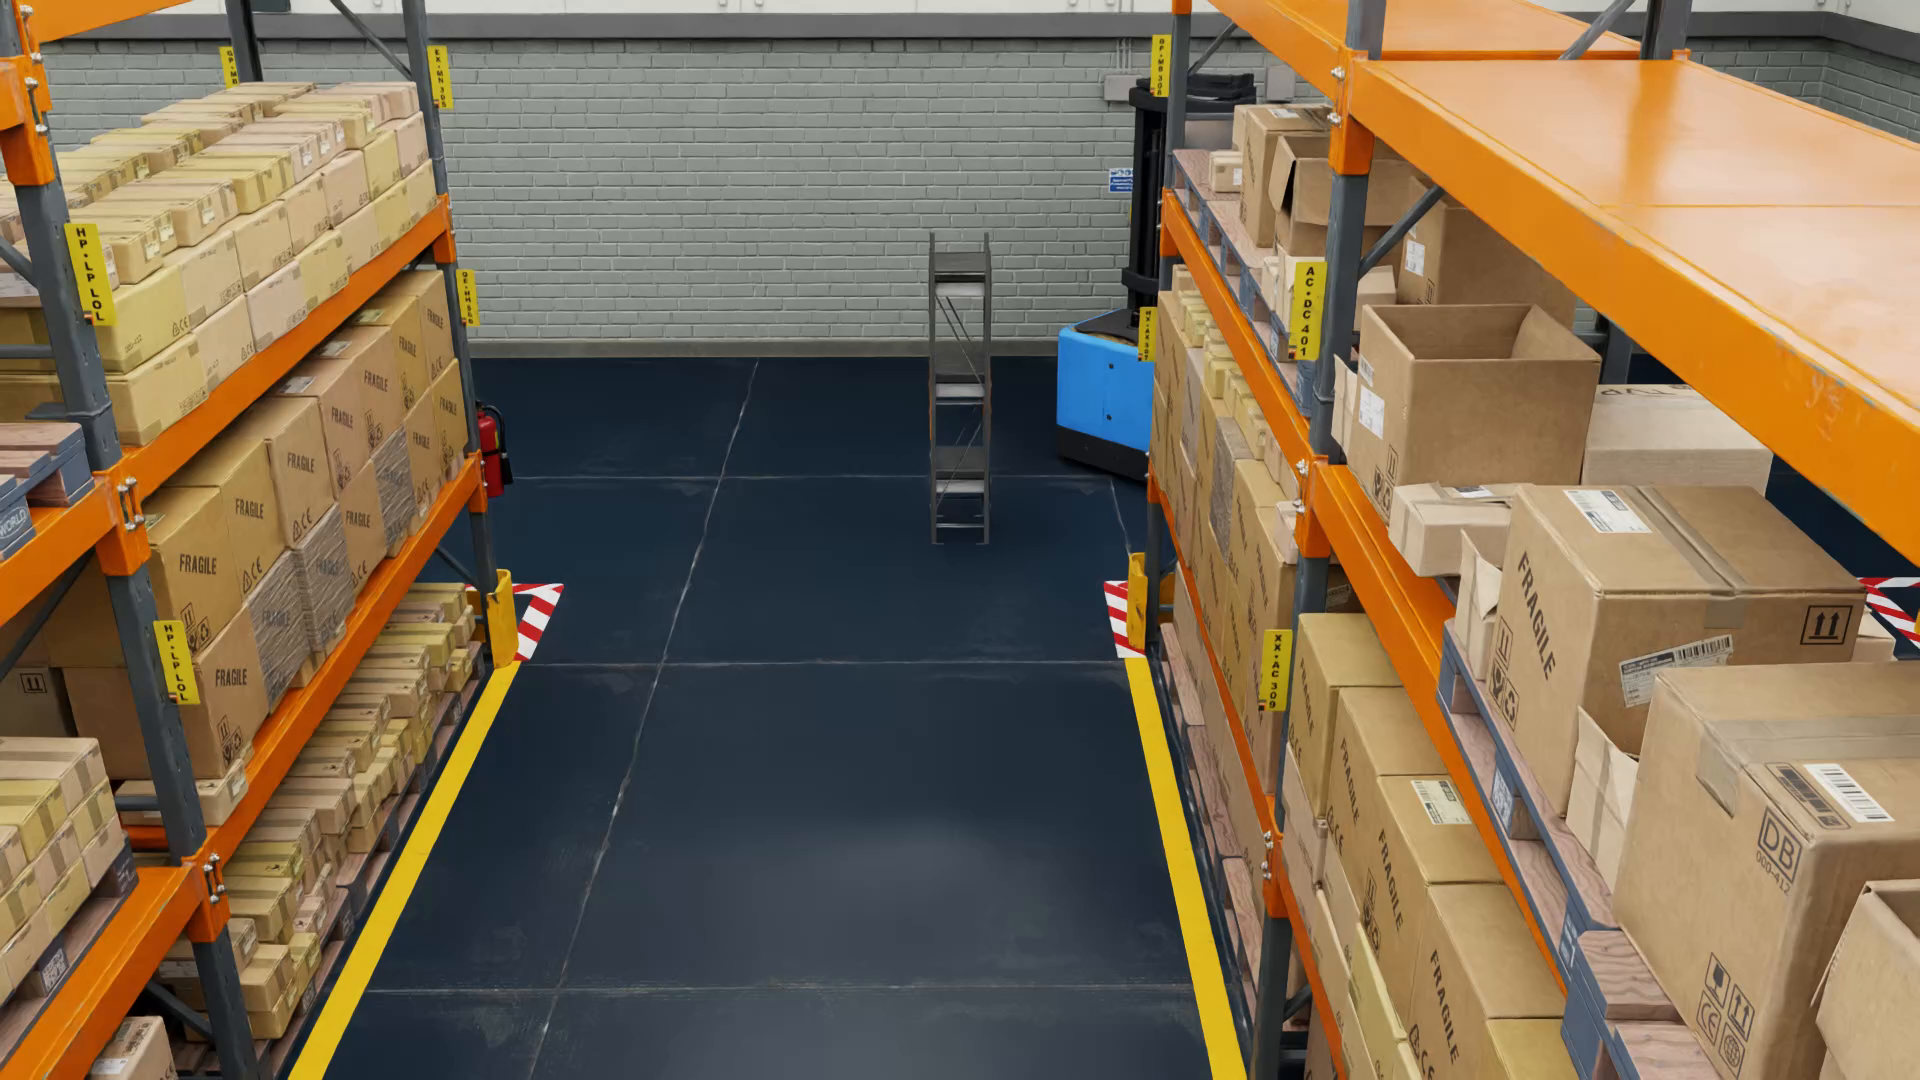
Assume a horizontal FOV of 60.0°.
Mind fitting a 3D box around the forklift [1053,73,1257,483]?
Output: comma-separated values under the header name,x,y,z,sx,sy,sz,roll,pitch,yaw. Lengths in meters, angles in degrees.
name,x,y,z,sx,sy,sz,roll,pitch,yaw
forklift,2.103,-2.285,13.245,1.130,2.935,3.031,21,31,38

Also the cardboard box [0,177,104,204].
name,x,y,z,sx,sy,sz,roll,pitch,yaw
cardboard box,-3.565,-1.307,6.452,0.380,0.149,0.250,-1,24,-3

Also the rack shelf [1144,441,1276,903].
name,x,y,z,sx,sy,sz,roll,pitch,yaw
rack shelf,1.658,0.398,8.104,1.077,0.370,4.000,0,24,-1

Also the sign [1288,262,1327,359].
name,x,y,z,sx,sy,sz,roll,pitch,yaw
sign,1.125,-0.741,5.386,0.100,0.325,0.005,0,24,-1

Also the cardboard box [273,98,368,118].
name,x,y,z,sx,sy,sz,roll,pitch,yaw
cardboard box,-3.107,-2.055,8.105,0.380,0.149,0.250,-1,24,-2

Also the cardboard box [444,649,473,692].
name,x,y,z,sx,sy,sz,roll,pitch,yaw
cardboard box,-2.994,0.739,9.427,0.380,0.149,0.250,0,24,1

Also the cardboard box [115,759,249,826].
name,x,y,z,sx,sy,sz,roll,pitch,yaw
cardboard box,-2.945,0.954,6.305,0.380,0.149,0.250,1,24,1

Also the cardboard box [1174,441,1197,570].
name,x,y,z,sx,sy,sz,roll,pitch,yaw
cardboard box,1.375,-0.183,8.393,0.500,0.500,0.500,0,24,-1

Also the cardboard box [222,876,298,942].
name,x,y,z,sx,sy,sz,roll,pitch,yaw
cardboard box,-3.009,1.538,6.938,0.380,0.149,0.250,1,24,2

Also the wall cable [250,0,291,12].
name,x,y,z,sx,sy,sz,roll,pitch,yaw
wall cable,-4.888,-7.255,12.966,2.277,5.999,0.120,0,24,-1

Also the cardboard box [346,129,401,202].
name,x,y,z,sx,sy,sz,roll,pitch,yaw
cardboard box,-3.046,-1.817,8.063,0.500,0.250,0.500,-1,24,-2

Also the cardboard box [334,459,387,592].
name,x,y,z,sx,sy,sz,roll,pitch,yaw
cardboard box,-3.040,-0.061,7.762,0.500,0.500,0.500,1,24,2

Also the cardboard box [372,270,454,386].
name,x,y,z,sx,sy,sz,roll,pitch,yaw
cardboard box,-3.059,-1.140,8.934,0.500,0.500,0.500,-1,24,-2

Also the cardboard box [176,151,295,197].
name,x,y,z,sx,sy,sz,roll,pitch,yaw
cardboard box,-3.012,-1.521,6.924,0.380,0.149,0.250,-1,24,-2

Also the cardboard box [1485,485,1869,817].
name,x,y,z,sx,sy,sz,roll,pitch,yaw
cardboard box,1.414,0.214,3.367,0.500,0.500,0.500,0,24,0

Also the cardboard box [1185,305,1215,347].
name,x,y,z,sx,sy,sz,roll,pitch,yaw
cardboard box,1.346,-1.080,8.376,0.380,0.149,0.250,-1,24,-2

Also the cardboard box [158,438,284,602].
name,x,y,z,sx,sy,sz,roll,pitch,yaw
cardboard box,-3.051,-0.079,6.590,0.500,0.500,0.500,-1,24,-2

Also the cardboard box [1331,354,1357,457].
name,x,y,z,sx,sy,sz,roll,pitch,yaw
cardboard box,1.335,-0.395,4.997,0.396,0.266,0.258,0,24,-1

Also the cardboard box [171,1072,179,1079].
name,x,y,z,sx,sy,sz,roll,pitch,yaw
cardboard box,-3.009,2.209,5.749,0.500,0.500,0.500,-1,24,-2

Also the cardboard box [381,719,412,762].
name,x,y,z,sx,sy,sz,roll,pitch,yaw
cardboard box,-3.011,1.031,8.419,0.380,0.149,0.250,1,24,2

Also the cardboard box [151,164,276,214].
name,x,y,z,sx,sy,sz,roll,pitch,yaw
cardboard box,-2.996,-1.413,6.685,0.380,0.149,0.250,1,24,2

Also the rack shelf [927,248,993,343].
name,x,y,z,sx,sy,sz,roll,pitch,yaw
rack shelf,-0.002,-1.650,11.185,0.431,0.518,0.480,0,24,-1

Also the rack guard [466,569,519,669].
name,x,y,z,sx,sy,sz,roll,pitch,yaw
rack guard,-3.312,0.480,10.082,1.175,0.500,0.348,0,24,-1

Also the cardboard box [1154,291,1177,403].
name,x,y,z,sx,sy,sz,roll,pitch,yaw
cardboard box,1.357,-1.056,9.111,0.500,0.500,0.500,-1,24,-2

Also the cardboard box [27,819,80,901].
name,x,y,z,sx,sy,sz,roll,pitch,yaw
cardboard box,-3.063,1.017,5.296,0.380,0.149,0.250,0,24,0

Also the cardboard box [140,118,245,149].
name,x,y,z,sx,sy,sz,roll,pitch,yaw
cardboard box,-3.511,-1.841,7.631,0.380,0.149,0.250,0,24,1

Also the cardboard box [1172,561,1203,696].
name,x,y,z,sx,sy,sz,roll,pitch,yaw
cardboard box,1.743,0.493,9.619,0.875,0.438,0.875,-1,24,-2

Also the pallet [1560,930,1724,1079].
name,x,y,z,sx,sy,sz,roll,pitch,yaw
pallet,1.663,0.996,2.496,1.213,0.211,1.003,1,24,2

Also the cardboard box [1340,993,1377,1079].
name,x,y,z,sx,sy,sz,roll,pitch,yaw
cardboard box,1.417,1.569,4.822,0.500,0.250,0.500,0,24,-1

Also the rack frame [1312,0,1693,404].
name,x,y,z,sx,sy,sz,roll,pitch,yaw
rack frame,1.680,-1.840,4.897,1.000,3.000,0.127,0,24,-1

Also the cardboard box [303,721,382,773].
name,x,y,z,sx,sy,sz,roll,pitch,yaw
cardboard box,-3.057,1.007,8.111,0.380,0.149,0.250,0,24,0

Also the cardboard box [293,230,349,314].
name,x,y,z,sx,sy,sz,roll,pitch,yaw
cardboard box,-3.013,-1.169,7.237,0.500,0.250,0.500,1,24,2

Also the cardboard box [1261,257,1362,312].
name,x,y,z,sx,sy,sz,roll,pitch,yaw
cardboard box,1.350,-0.966,6.280,0.380,0.149,0.250,0,24,1

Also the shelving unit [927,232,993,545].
name,x,y,z,sx,sy,sz,roll,pitch,yaw
shelving unit,-0.002,-1.025,11.468,0.431,2.100,0.503,0,24,-1

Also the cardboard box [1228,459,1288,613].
name,x,y,z,sx,sy,sz,roll,pitch,yaw
cardboard box,1.401,-0.010,6.796,0.500,0.500,0.500,-1,24,-1

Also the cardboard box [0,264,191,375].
name,x,y,z,sx,sy,sz,roll,pitch,yaw
cardboard box,-3.034,-0.768,5.743,0.500,0.250,0.500,1,24,1

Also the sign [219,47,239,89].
name,x,y,z,sx,sy,sz,roll,pitch,yaw
sign,-3.855,-2.453,8.833,0.100,0.325,0.005,0,24,-1

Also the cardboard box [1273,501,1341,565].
name,x,y,z,sx,sy,sz,roll,pitch,yaw
cardboard box,1.358,-0.028,6.051,0.380,0.149,0.250,-1,24,-2

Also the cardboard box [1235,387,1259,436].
name,x,y,z,sx,sy,sz,roll,pitch,yaw
cardboard box,1.407,-0.555,7.216,0.380,0.149,0.250,-1,24,-2

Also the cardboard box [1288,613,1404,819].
name,x,y,z,sx,sy,sz,roll,pitch,yaw
cardboard box,1.397,0.575,5.503,0.500,0.500,0.500,0,24,0

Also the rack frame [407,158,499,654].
name,x,y,z,sx,sy,sz,roll,pitch,yaw
rack frame,-3.312,-0.690,9.637,1.000,3.000,0.127,0,24,-1

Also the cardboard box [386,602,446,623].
name,x,y,z,sx,sy,sz,roll,pitch,yaw
cardboard box,-3.108,0.467,9.306,0.380,0.149,0.250,0,24,0

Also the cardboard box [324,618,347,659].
name,x,y,z,sx,sy,sz,roll,pitch,yaw
cardboard box,-3.008,0.412,7.505,0.380,0.149,0.250,1,24,2

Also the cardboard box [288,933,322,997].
name,x,y,z,sx,sy,sz,roll,pitch,yaw
cardboard box,-2.954,1.804,7.071,0.380,0.149,0.250,0,24,1

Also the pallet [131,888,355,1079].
name,x,y,z,sx,sy,sz,roll,pitch,yaw
pallet,-3.312,1.952,7.178,1.003,0.211,1.213,0,24,-1

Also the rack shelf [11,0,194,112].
name,x,y,z,sx,sy,sz,roll,pitch,yaw
rack shelf,-3.291,-2.270,6.727,1.077,0.370,4.000,0,24,-1

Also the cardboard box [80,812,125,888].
name,x,y,z,sx,sy,sz,roll,pitch,yaw
cardboard box,-3.067,1.044,5.598,0.380,0.149,0.250,-1,24,-2

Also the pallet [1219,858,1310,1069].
name,x,y,z,sx,sy,sz,roll,pitch,yaw
pallet,1.750,1.851,7.402,1.003,0.211,1.213,0,24,-1

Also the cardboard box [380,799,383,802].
name,x,y,z,sx,sy,sz,roll,pitch,yaw
cardboard box,-3.086,1.272,8.248,0.380,0.149,0.250,0,24,1

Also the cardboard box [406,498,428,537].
name,x,y,z,sx,sy,sz,roll,pitch,yaw
cardboard box,-3.017,-0.132,8.707,0.380,0.149,0.250,0,24,1

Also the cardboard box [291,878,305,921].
name,x,y,z,sx,sy,sz,roll,pitch,yaw
cardboard box,-3.084,1.575,7.217,0.380,0.149,0.250,0,24,-1
